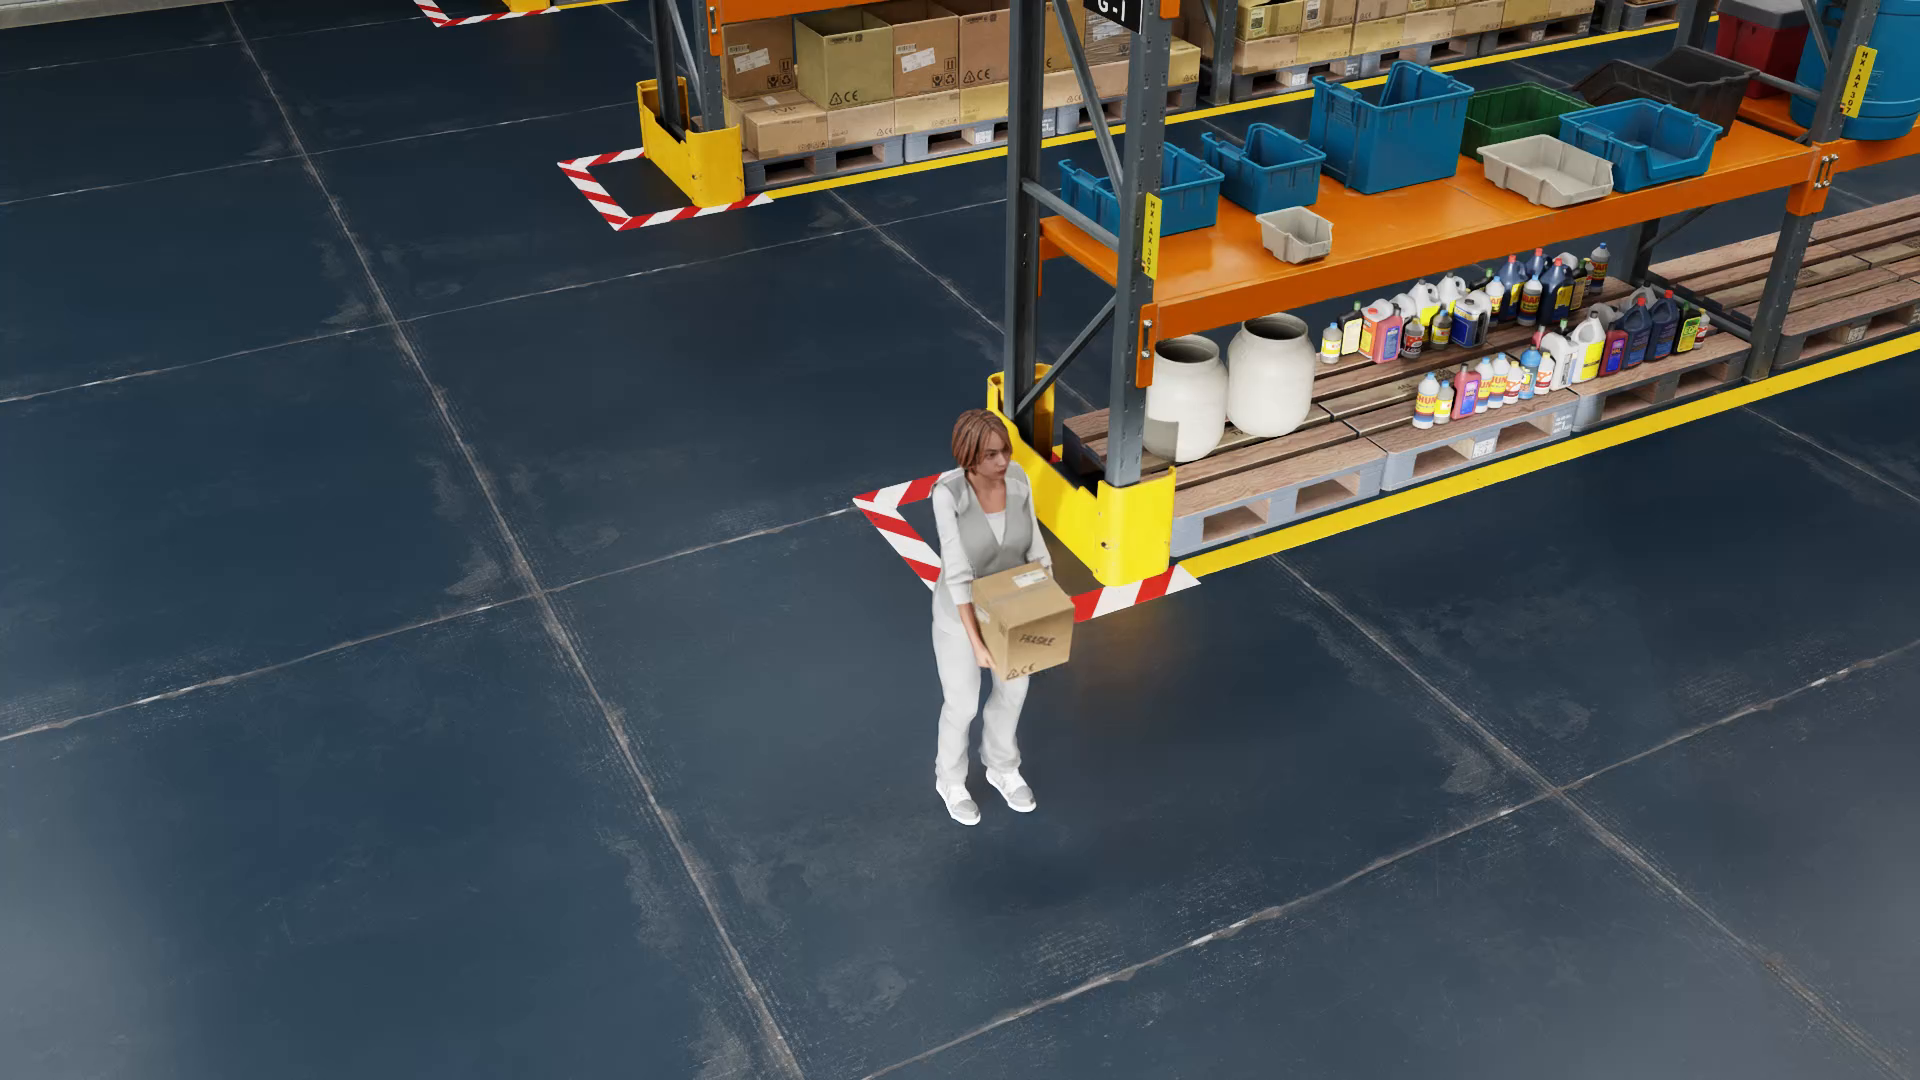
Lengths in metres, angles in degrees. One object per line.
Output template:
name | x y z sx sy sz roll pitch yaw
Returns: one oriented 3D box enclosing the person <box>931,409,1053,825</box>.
person | 0.121 0.311 5.683 0.385 1.598 0.498 -16 37 -23
